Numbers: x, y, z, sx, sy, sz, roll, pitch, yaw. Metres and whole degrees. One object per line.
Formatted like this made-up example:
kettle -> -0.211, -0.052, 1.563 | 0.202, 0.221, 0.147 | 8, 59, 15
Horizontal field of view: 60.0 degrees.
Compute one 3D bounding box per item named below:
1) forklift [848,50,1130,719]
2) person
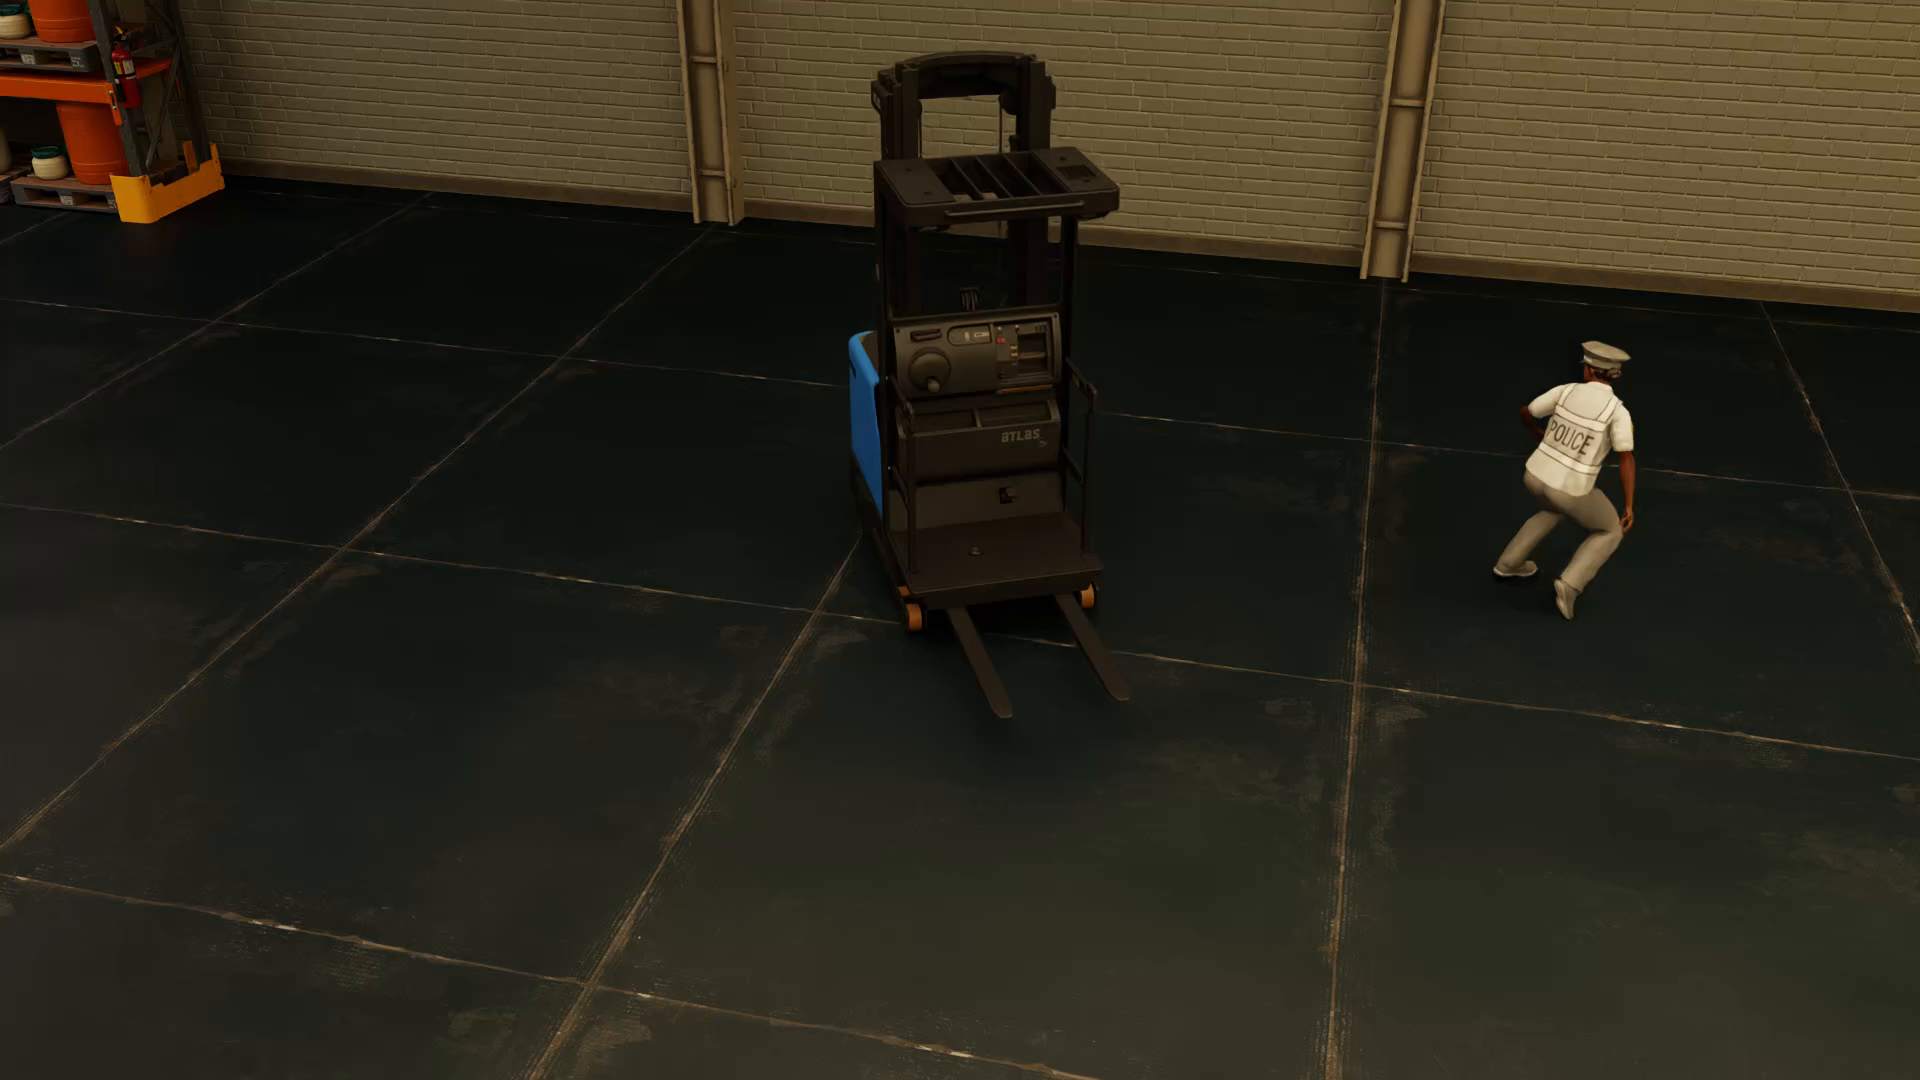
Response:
forklift -> 0.154, -0.971, 8.885 | 1.130, 2.935, 3.031 | -7, 30, -12
person -> 3.445, -0.314, 9.254 | 0.504, 1.532, 0.908 | -18, 34, -29
